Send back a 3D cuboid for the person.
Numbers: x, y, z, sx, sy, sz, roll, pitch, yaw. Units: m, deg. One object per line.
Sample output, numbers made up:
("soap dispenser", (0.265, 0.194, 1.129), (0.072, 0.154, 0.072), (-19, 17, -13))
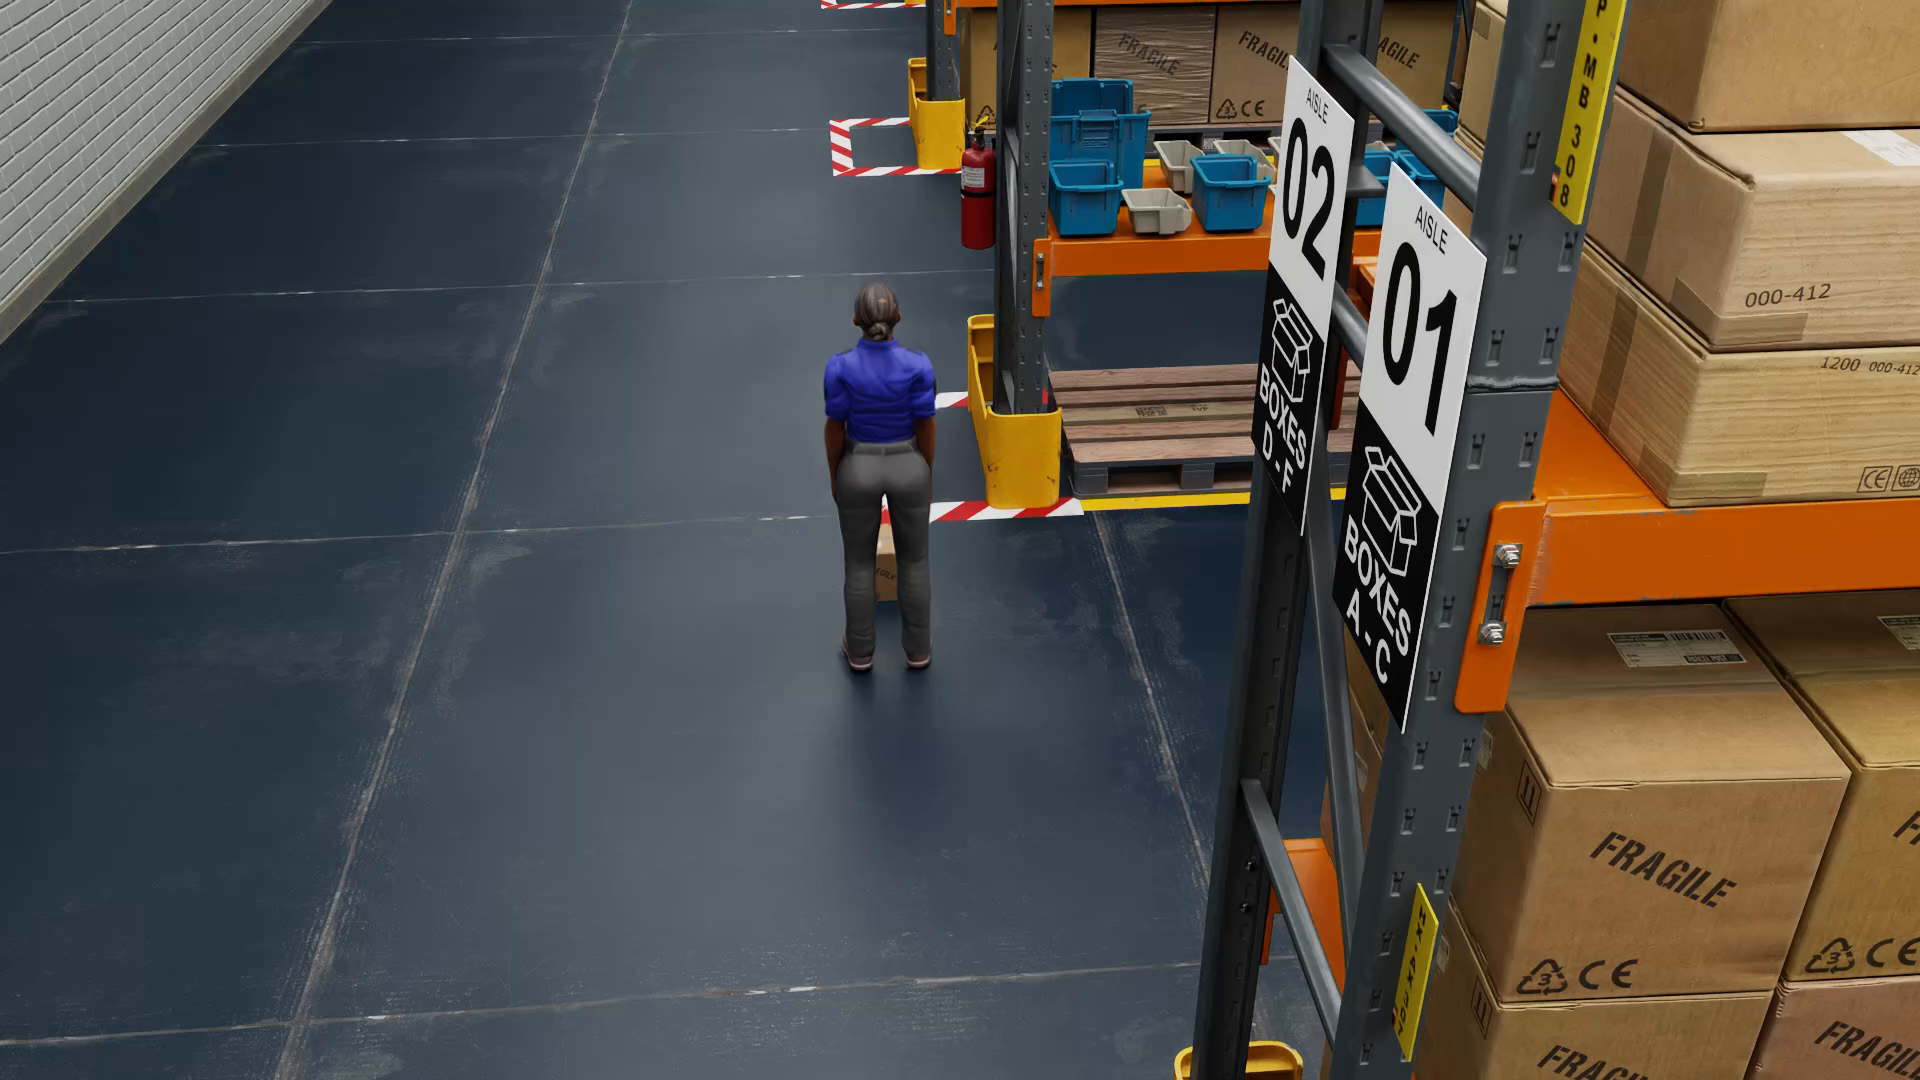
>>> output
("person", (-0.308, -0.239, 6.529), (0.435, 1.659, 0.309), (-2, 31, -3))
